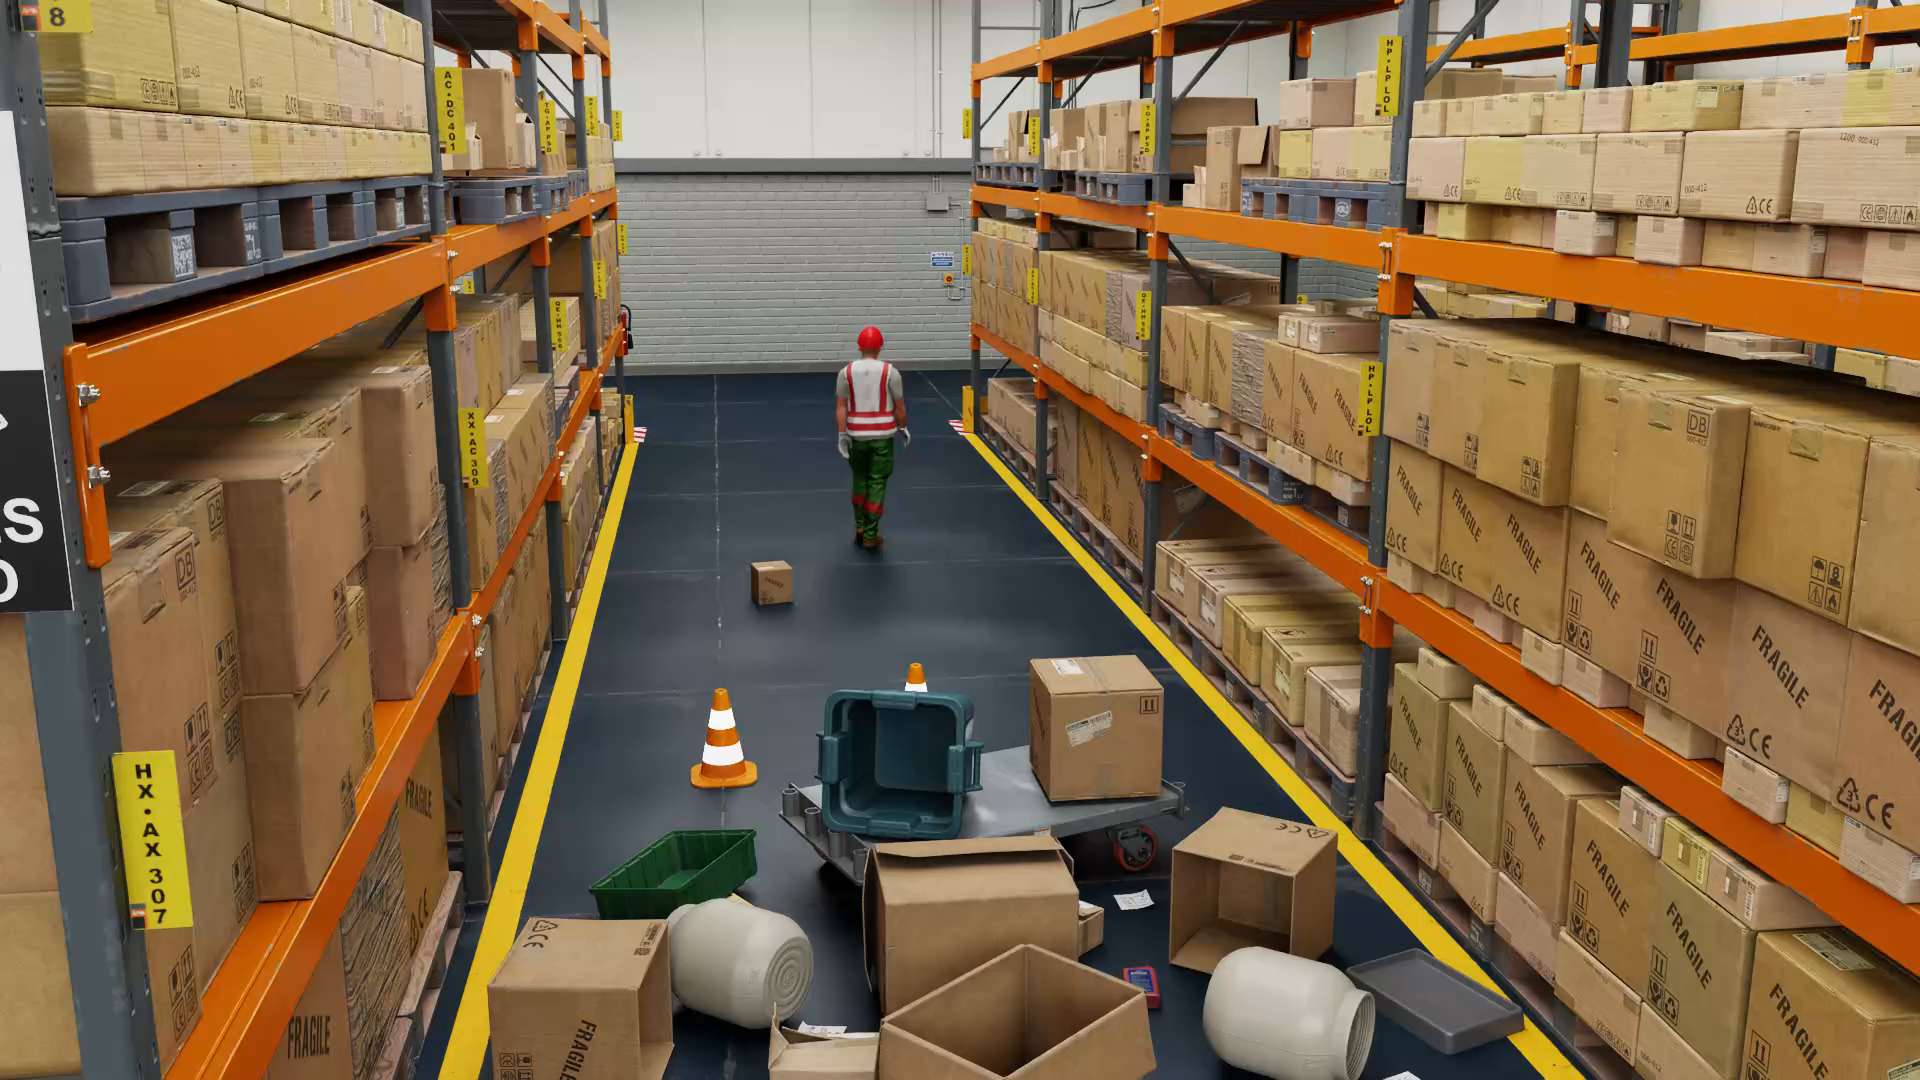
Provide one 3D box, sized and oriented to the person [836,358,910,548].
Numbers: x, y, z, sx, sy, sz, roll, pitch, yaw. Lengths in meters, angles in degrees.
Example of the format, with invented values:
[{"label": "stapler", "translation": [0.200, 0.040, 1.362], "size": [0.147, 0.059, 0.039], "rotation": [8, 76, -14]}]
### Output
[{"label": "person", "translation": [-0.700, -0.703, 13.567], "size": [0.554, 1.600, 0.636], "rotation": [2, 13, 10]}]
